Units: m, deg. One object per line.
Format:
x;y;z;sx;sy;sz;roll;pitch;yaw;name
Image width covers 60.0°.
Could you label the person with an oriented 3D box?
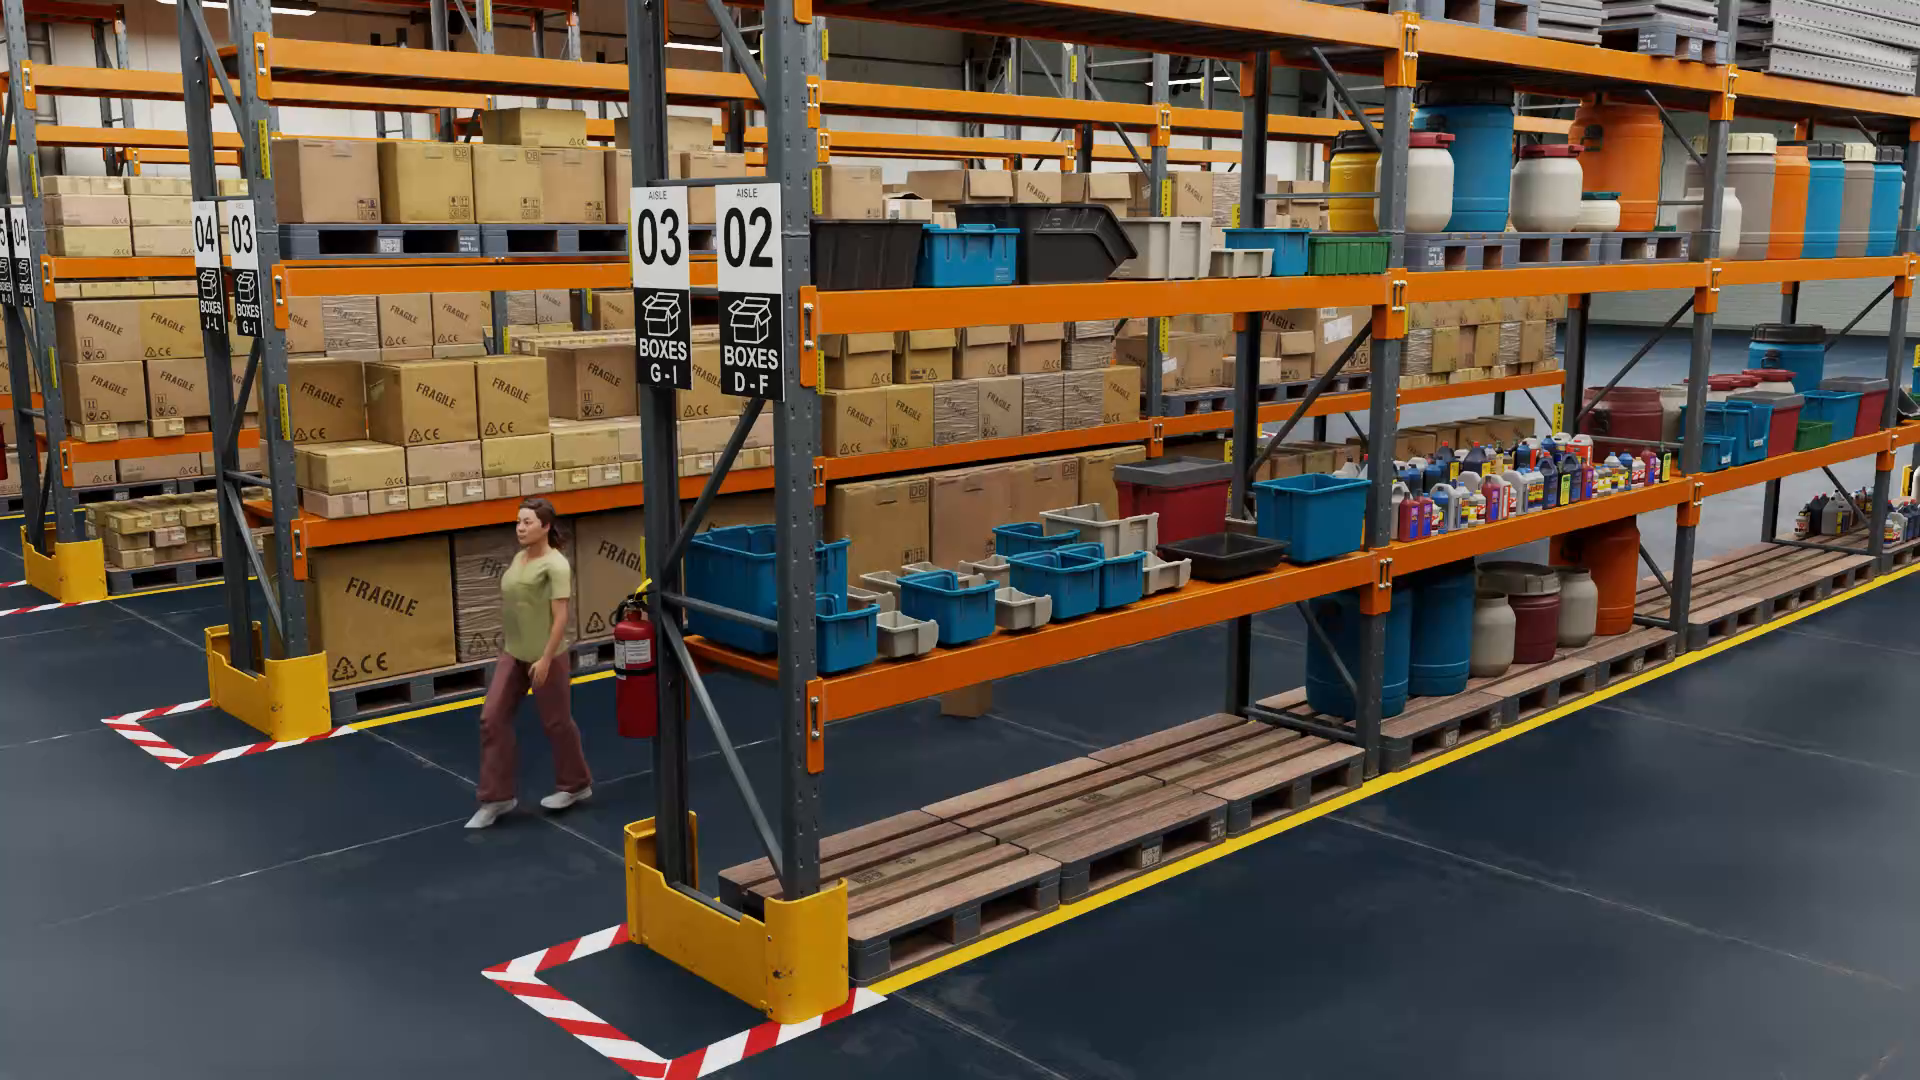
-2.232;0.645;8.573;0.478;1.712;0.674;8;14;38;person
